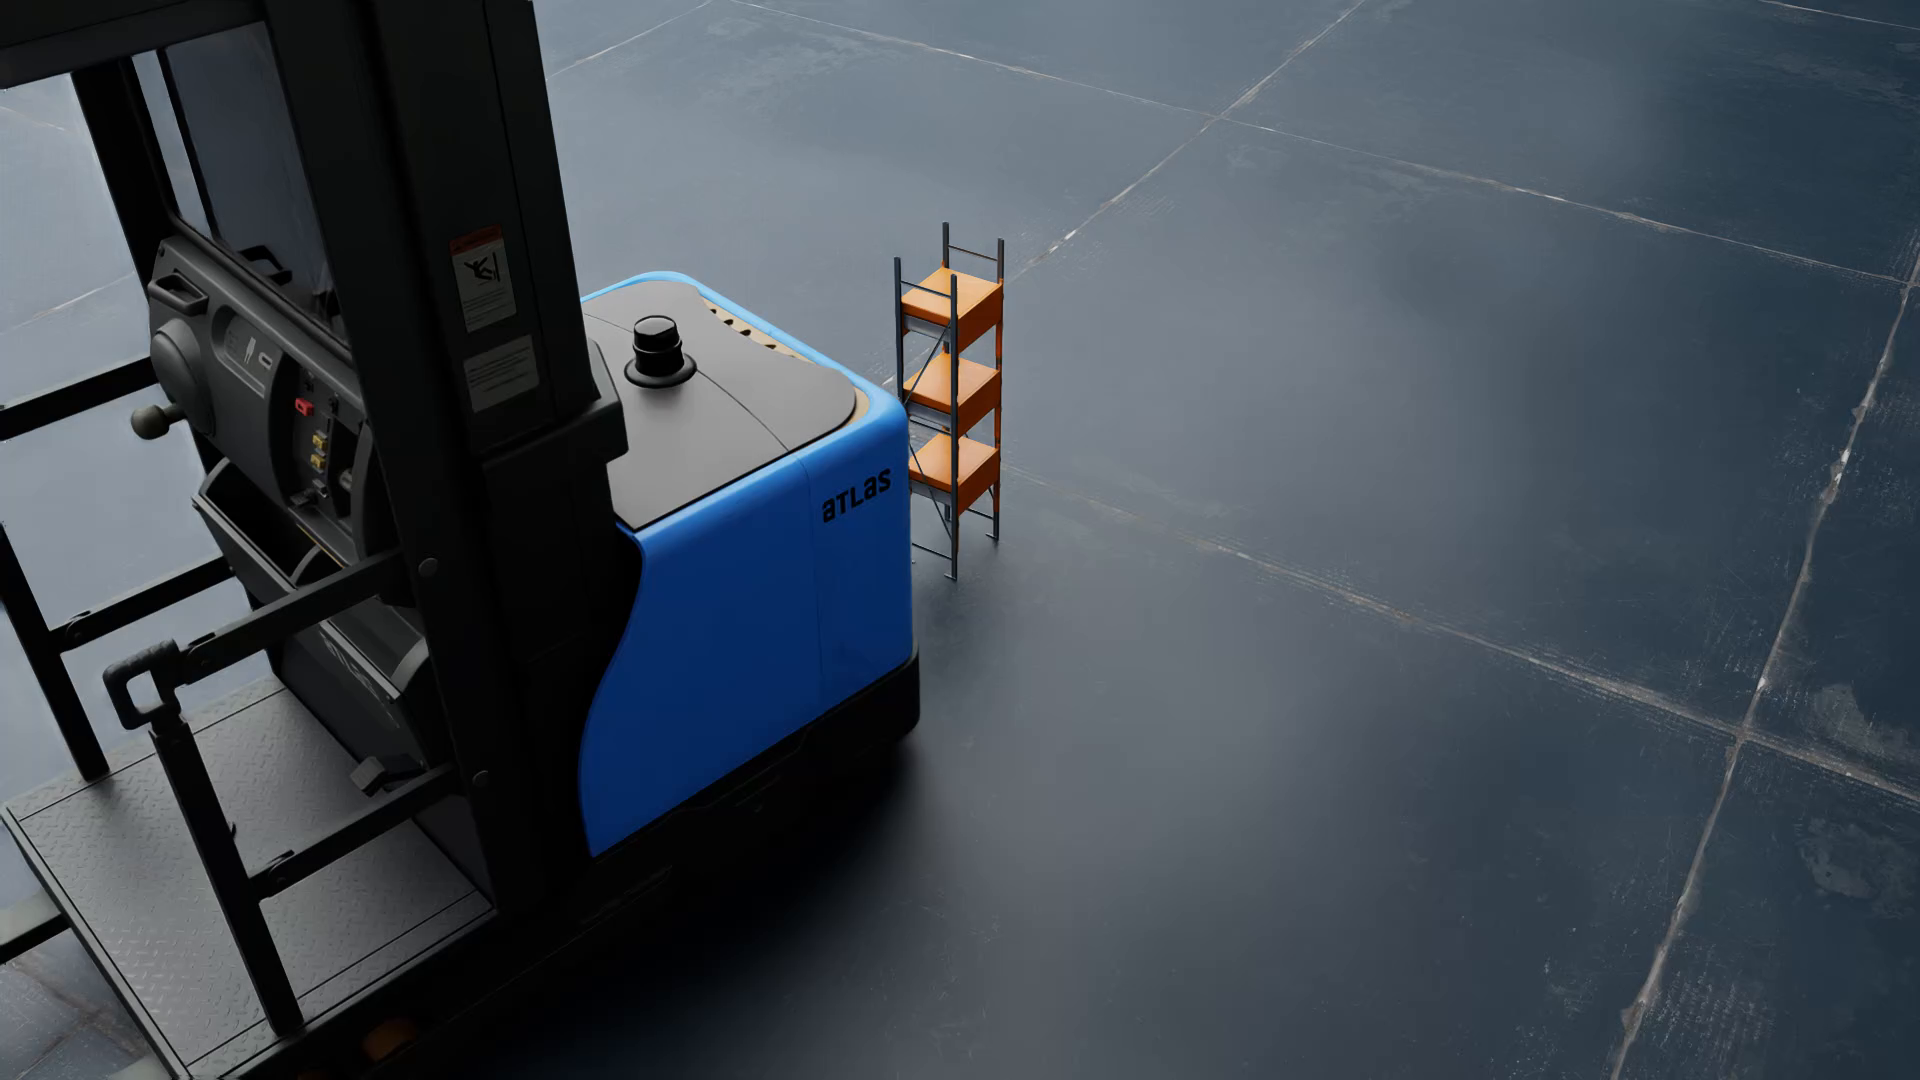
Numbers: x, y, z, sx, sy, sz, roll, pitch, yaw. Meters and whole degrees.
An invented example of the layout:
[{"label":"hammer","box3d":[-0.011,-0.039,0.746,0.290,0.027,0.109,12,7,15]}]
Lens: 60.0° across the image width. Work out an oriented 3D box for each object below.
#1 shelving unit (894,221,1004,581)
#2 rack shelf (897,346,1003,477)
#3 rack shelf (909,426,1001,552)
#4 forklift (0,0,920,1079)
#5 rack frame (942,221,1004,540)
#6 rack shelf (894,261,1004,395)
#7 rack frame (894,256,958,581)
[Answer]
[{"label":"shelving unit","box3d":[-0.029,-0.388,4.894,0.215,1.050,0.252,21,42,25]},{"label":"rack shelf","box3d":[-0.029,-0.380,4.900,0.215,0.259,0.240,21,42,25]},{"label":"rack shelf","box3d":[-0.029,-0.160,5.070,0.215,0.259,0.240,21,42,25]},{"label":"forklift","box3d":[-1.520,-0.220,3.135,3.031,2.935,1.130,-30,47,-33]},{"label":"rack frame","box3d":[0.037,-0.451,4.975,0.200,1.050,0.008,21,42,25]},{"label":"rack shelf","box3d":[-0.029,-0.605,4.727,0.215,0.259,0.240,21,42,25]},{"label":"rack frame","box3d":[-0.094,-0.325,4.812,0.200,1.050,0.008,21,42,25]}]
